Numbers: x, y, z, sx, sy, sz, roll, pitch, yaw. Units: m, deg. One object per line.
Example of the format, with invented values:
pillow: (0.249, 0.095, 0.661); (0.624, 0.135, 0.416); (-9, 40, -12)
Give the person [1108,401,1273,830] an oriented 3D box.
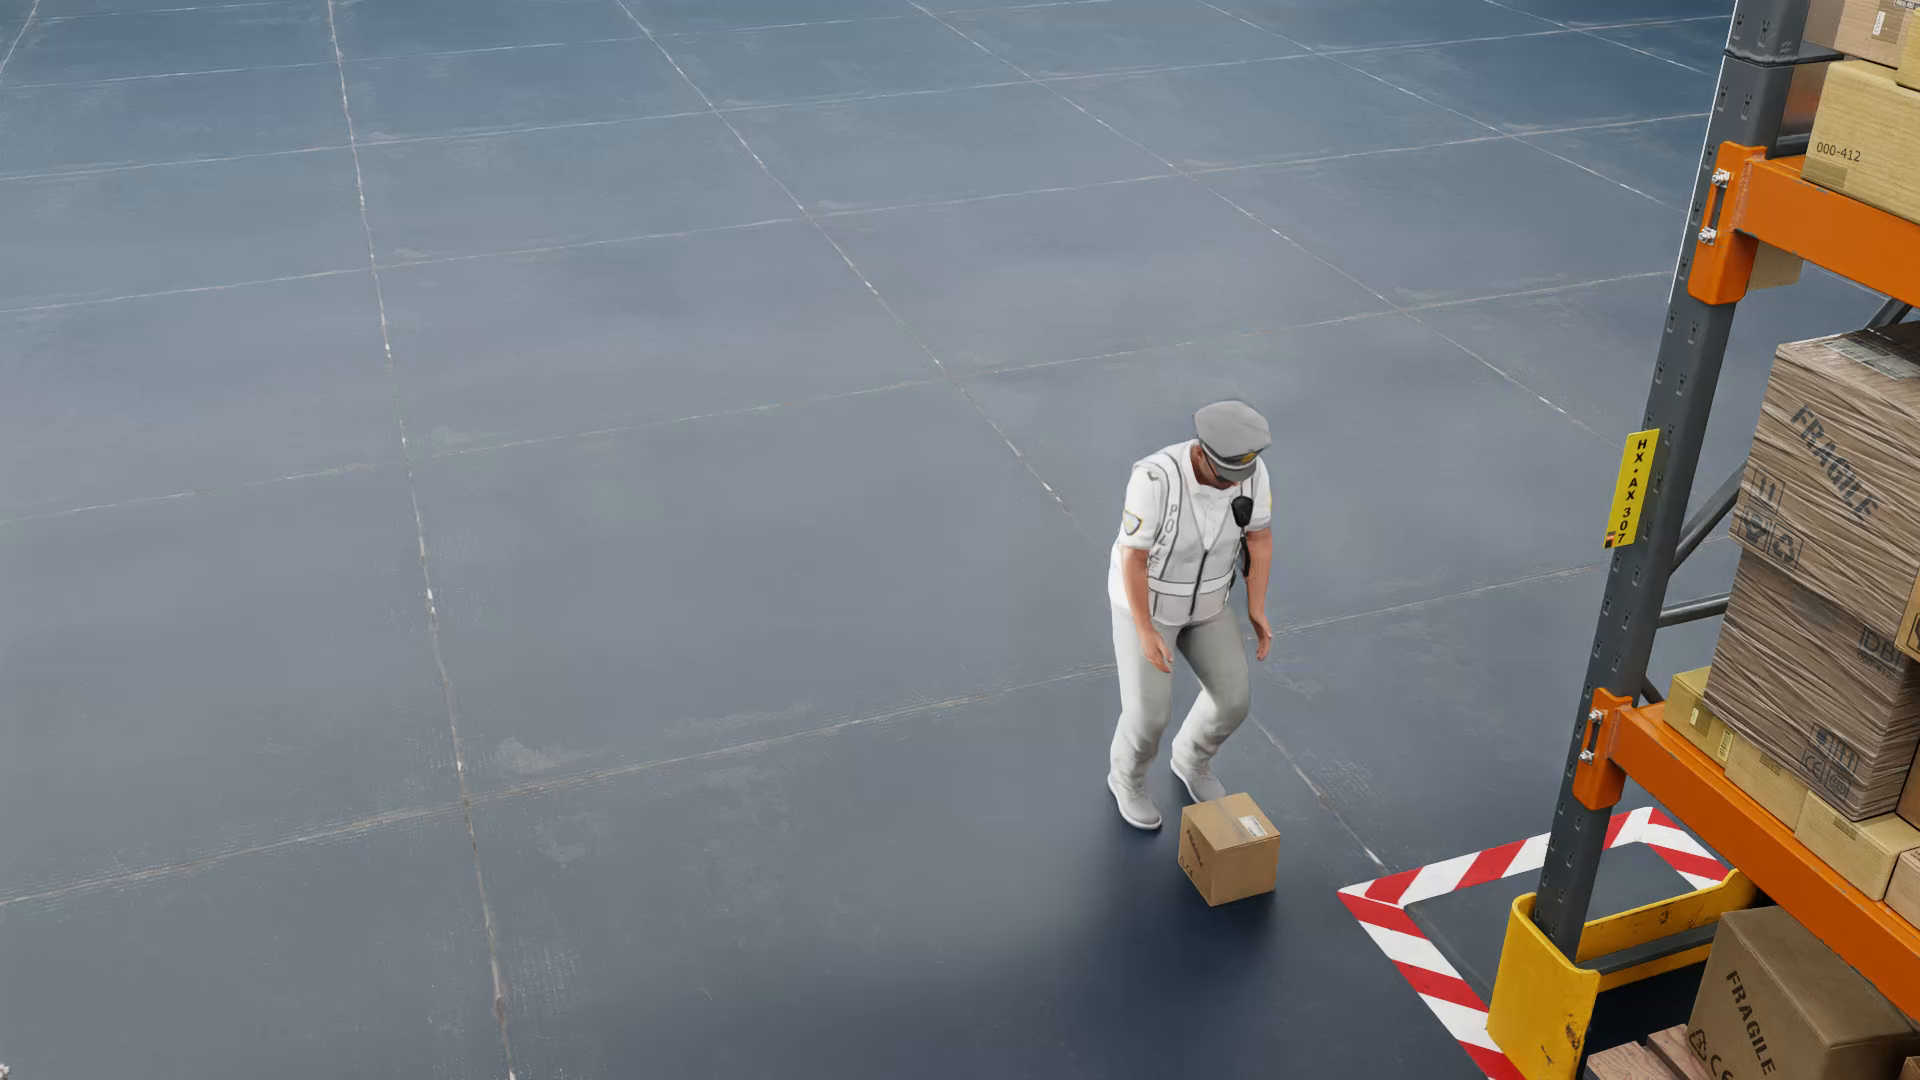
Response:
person: (0.804, 0.241, 5.815); (0.571, 1.650, 0.585); (-10, 31, -17)
